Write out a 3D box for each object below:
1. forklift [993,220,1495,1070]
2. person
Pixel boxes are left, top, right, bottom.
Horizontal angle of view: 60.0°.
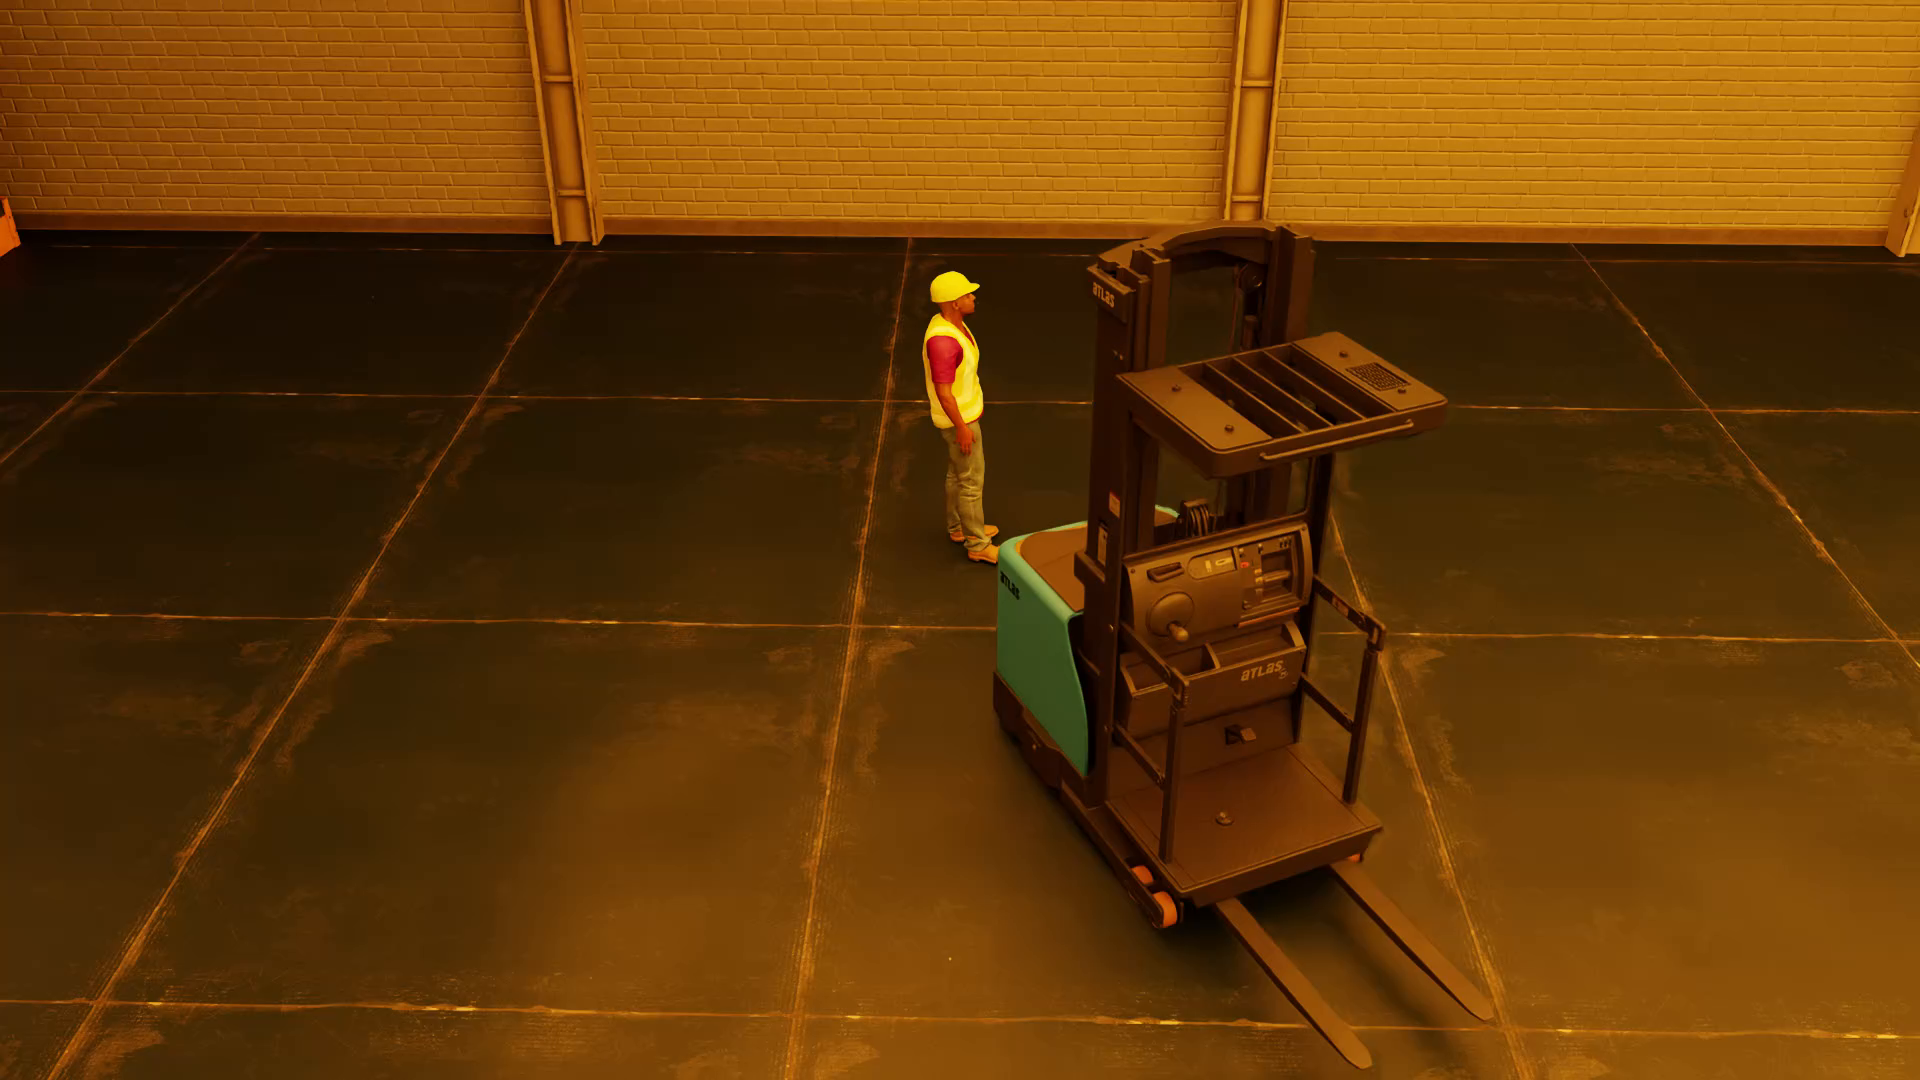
[{"bbox_3d":[1.248,0.241,7.205,1.130,2.935,3.031,-13,33,-21],"label":"forklift"},{"bbox_3d":[0.070,-0.763,10.041,0.575,1.768,0.665,1,31,1],"label":"person"}]
